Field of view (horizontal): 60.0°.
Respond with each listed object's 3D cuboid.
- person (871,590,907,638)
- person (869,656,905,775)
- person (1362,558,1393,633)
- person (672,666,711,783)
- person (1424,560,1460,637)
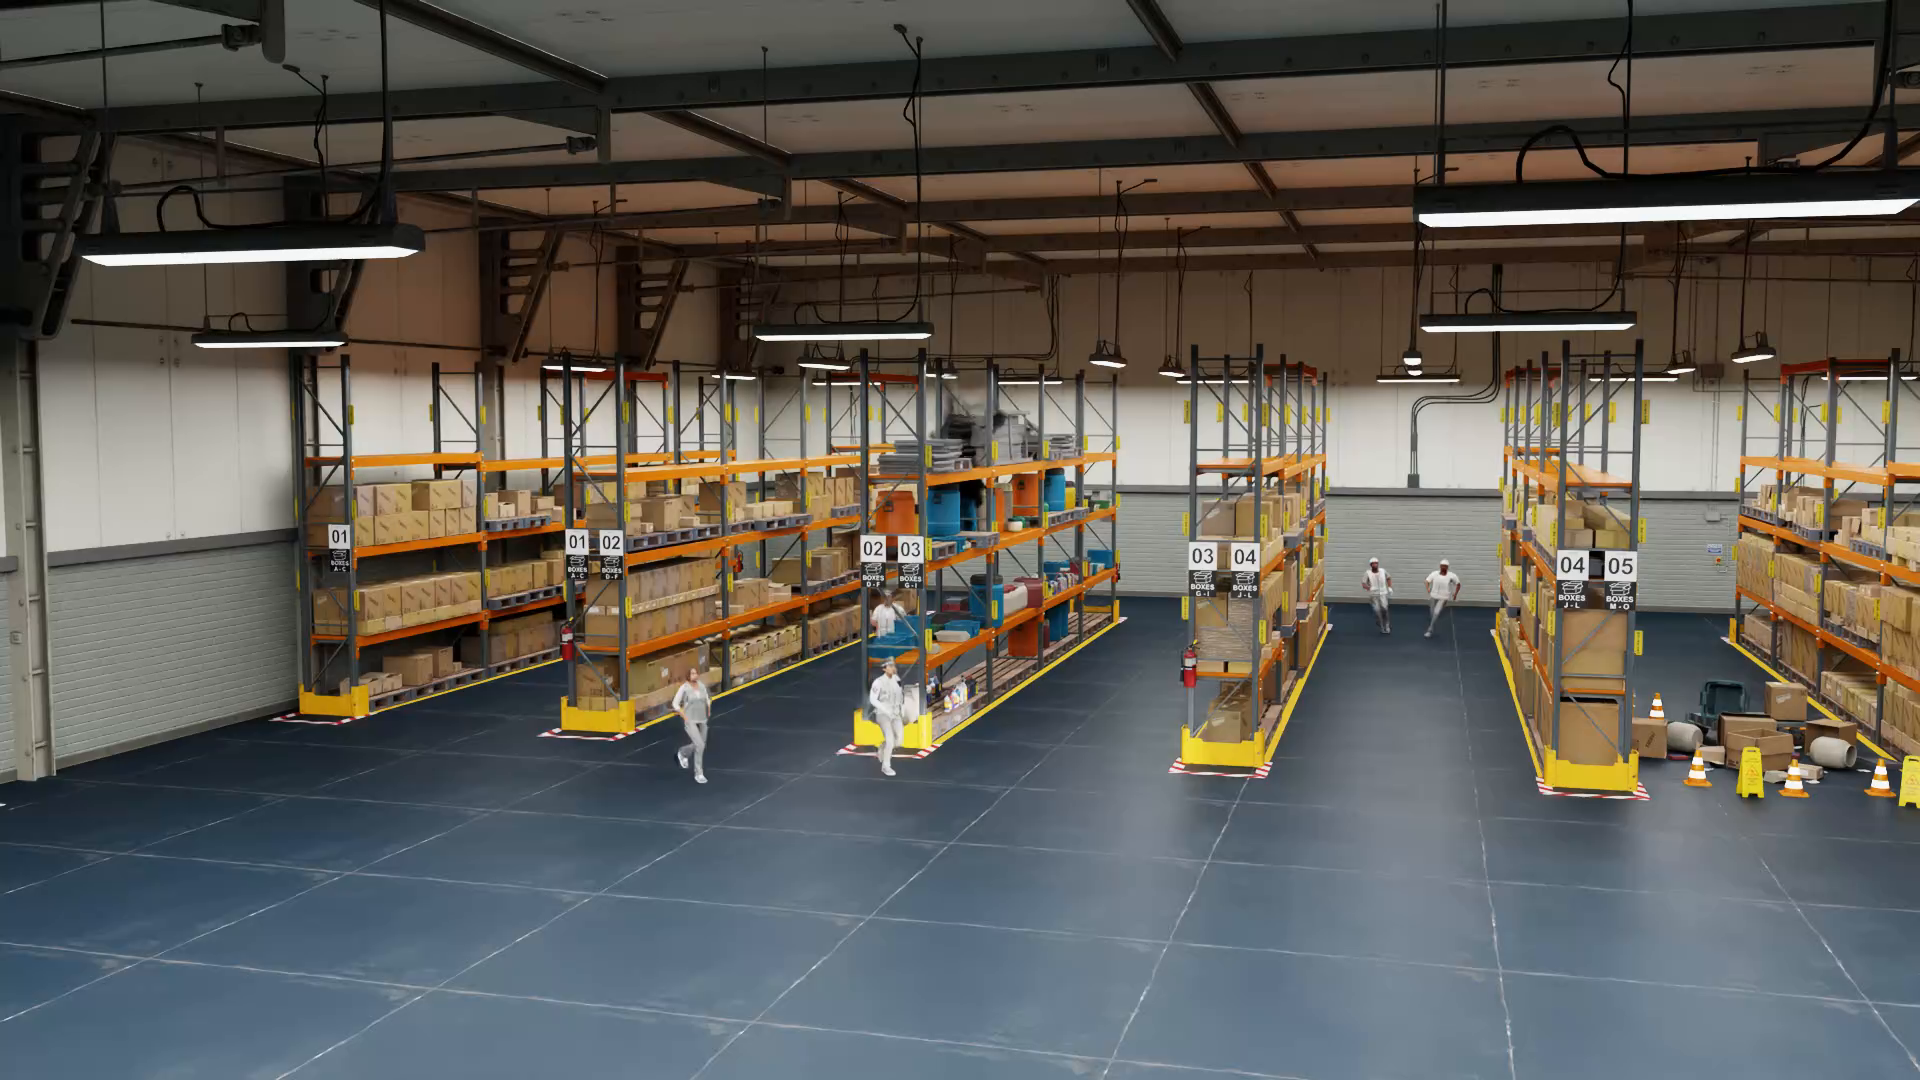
[{"bbox_3d":[-1.325,1.803,30.820,0.664,1.779,0.932,0,4,6],"label":"person"},{"bbox_3d":[-1.004,2.440,23.272,0.657,1.659,0.578,-4,6,-43],"label":"person"},{"bbox_3d":[9.562,1.268,38.069,0.711,1.723,0.624,1,4,7],"label":"person"},{"bbox_3d":[-3.678,2.517,22.858,0.534,1.582,0.669,-4,6,-41],"label":"person"},{"bbox_3d":[10.850,1.304,37.570,0.762,1.731,0.971,3,5,35],"label":"person"}]
